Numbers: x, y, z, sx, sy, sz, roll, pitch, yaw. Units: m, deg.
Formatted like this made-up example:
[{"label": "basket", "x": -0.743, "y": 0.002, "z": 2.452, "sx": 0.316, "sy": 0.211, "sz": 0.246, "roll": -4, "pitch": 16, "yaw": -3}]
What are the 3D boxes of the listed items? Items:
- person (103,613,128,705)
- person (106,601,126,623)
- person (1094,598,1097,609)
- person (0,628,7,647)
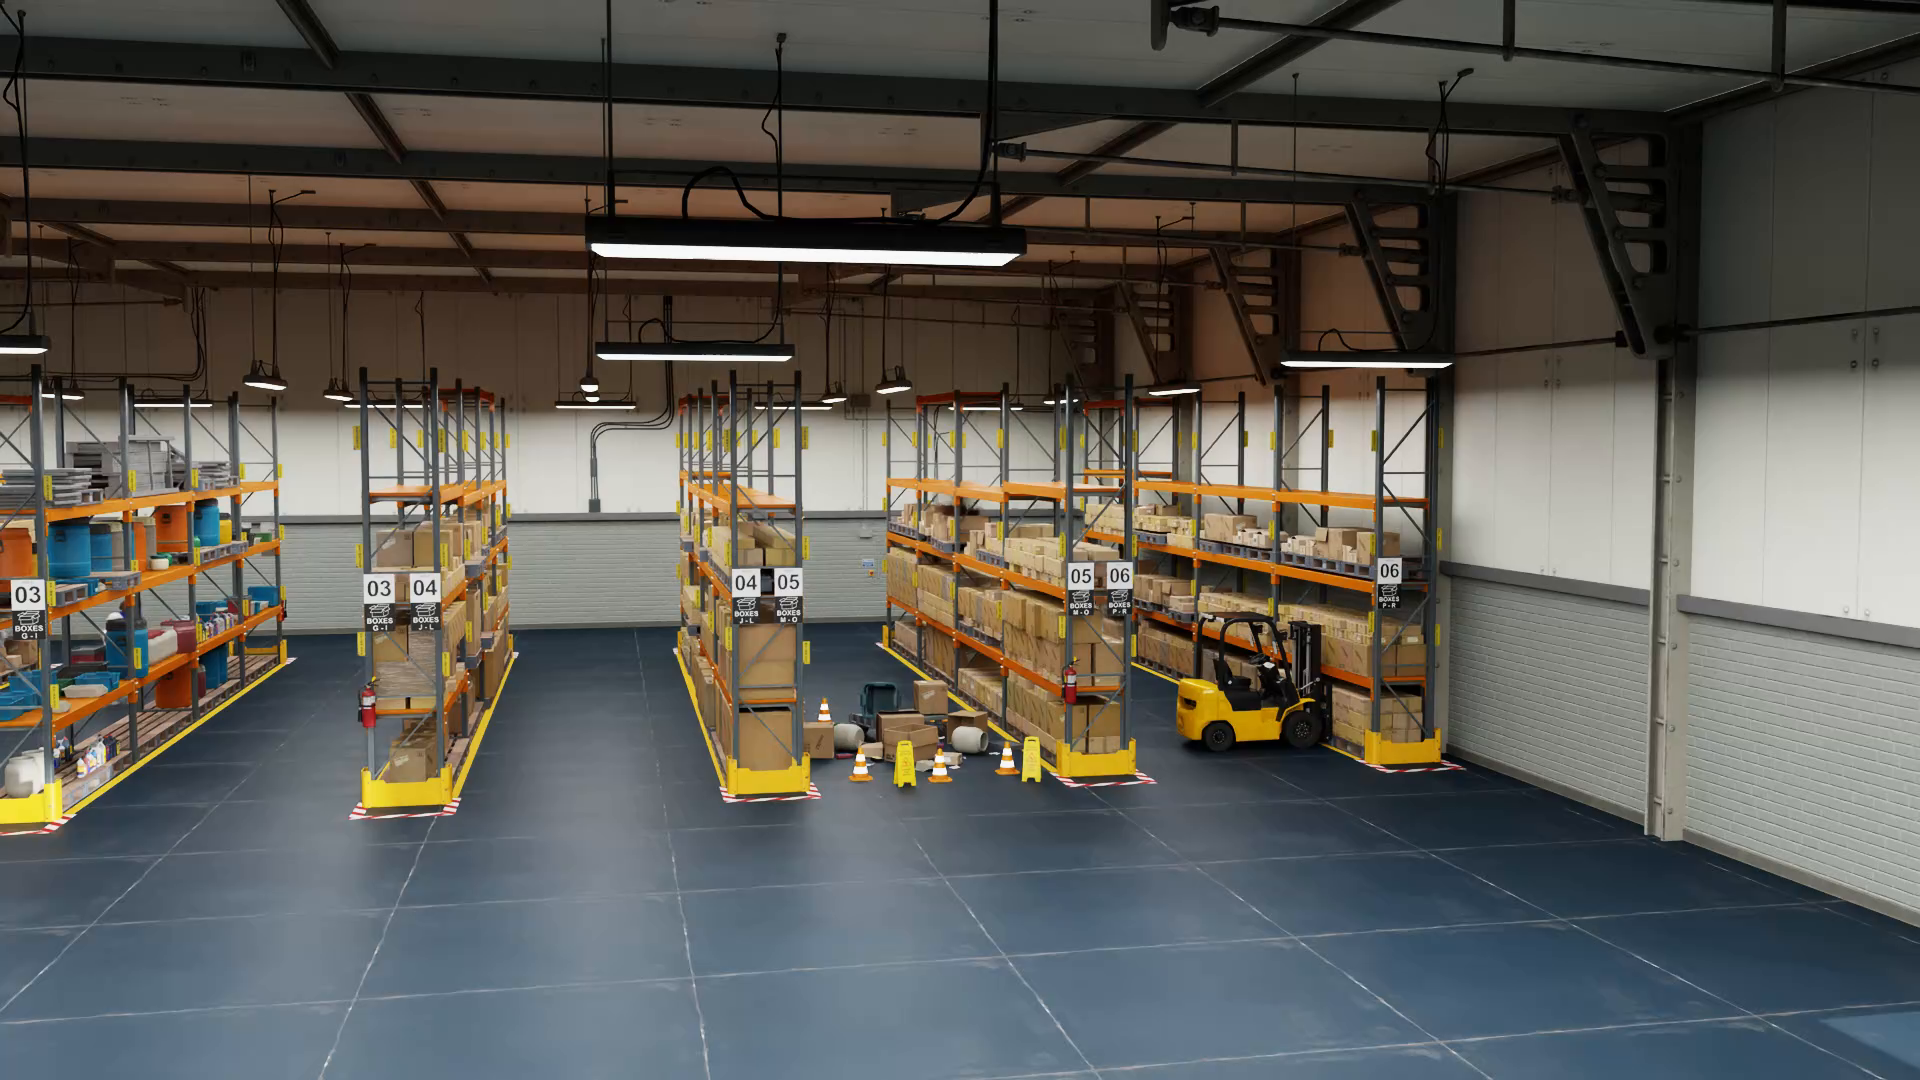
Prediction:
[{"label": "person", "x": -15.855, "y": 2.253, "z": 31.388, "sx": 0.683, "sy": 1.759, "sz": 0.563, "roll": 2, "pitch": 4, "yaw": 29}, {"label": "person", "x": -17.632, "y": 2.077, "z": 34.959, "sx": 0.608, "sy": 1.609, "sz": 1.028, "roll": -1, "pitch": 3, "yaw": -12}, {"label": "person", "x": 2.680, "y": 1.972, "z": 34.942, "sx": 0.489, "sy": 1.563, "sz": 0.841, "roll": -2, "pitch": 4, "yaw": -24}, {"label": "person", "x": -22.325, "y": 1.871, "z": 38.511, "sx": 0.594, "sy": 1.657, "sz": 0.478, "roll": 2, "pitch": 4, "yaw": 25}]
